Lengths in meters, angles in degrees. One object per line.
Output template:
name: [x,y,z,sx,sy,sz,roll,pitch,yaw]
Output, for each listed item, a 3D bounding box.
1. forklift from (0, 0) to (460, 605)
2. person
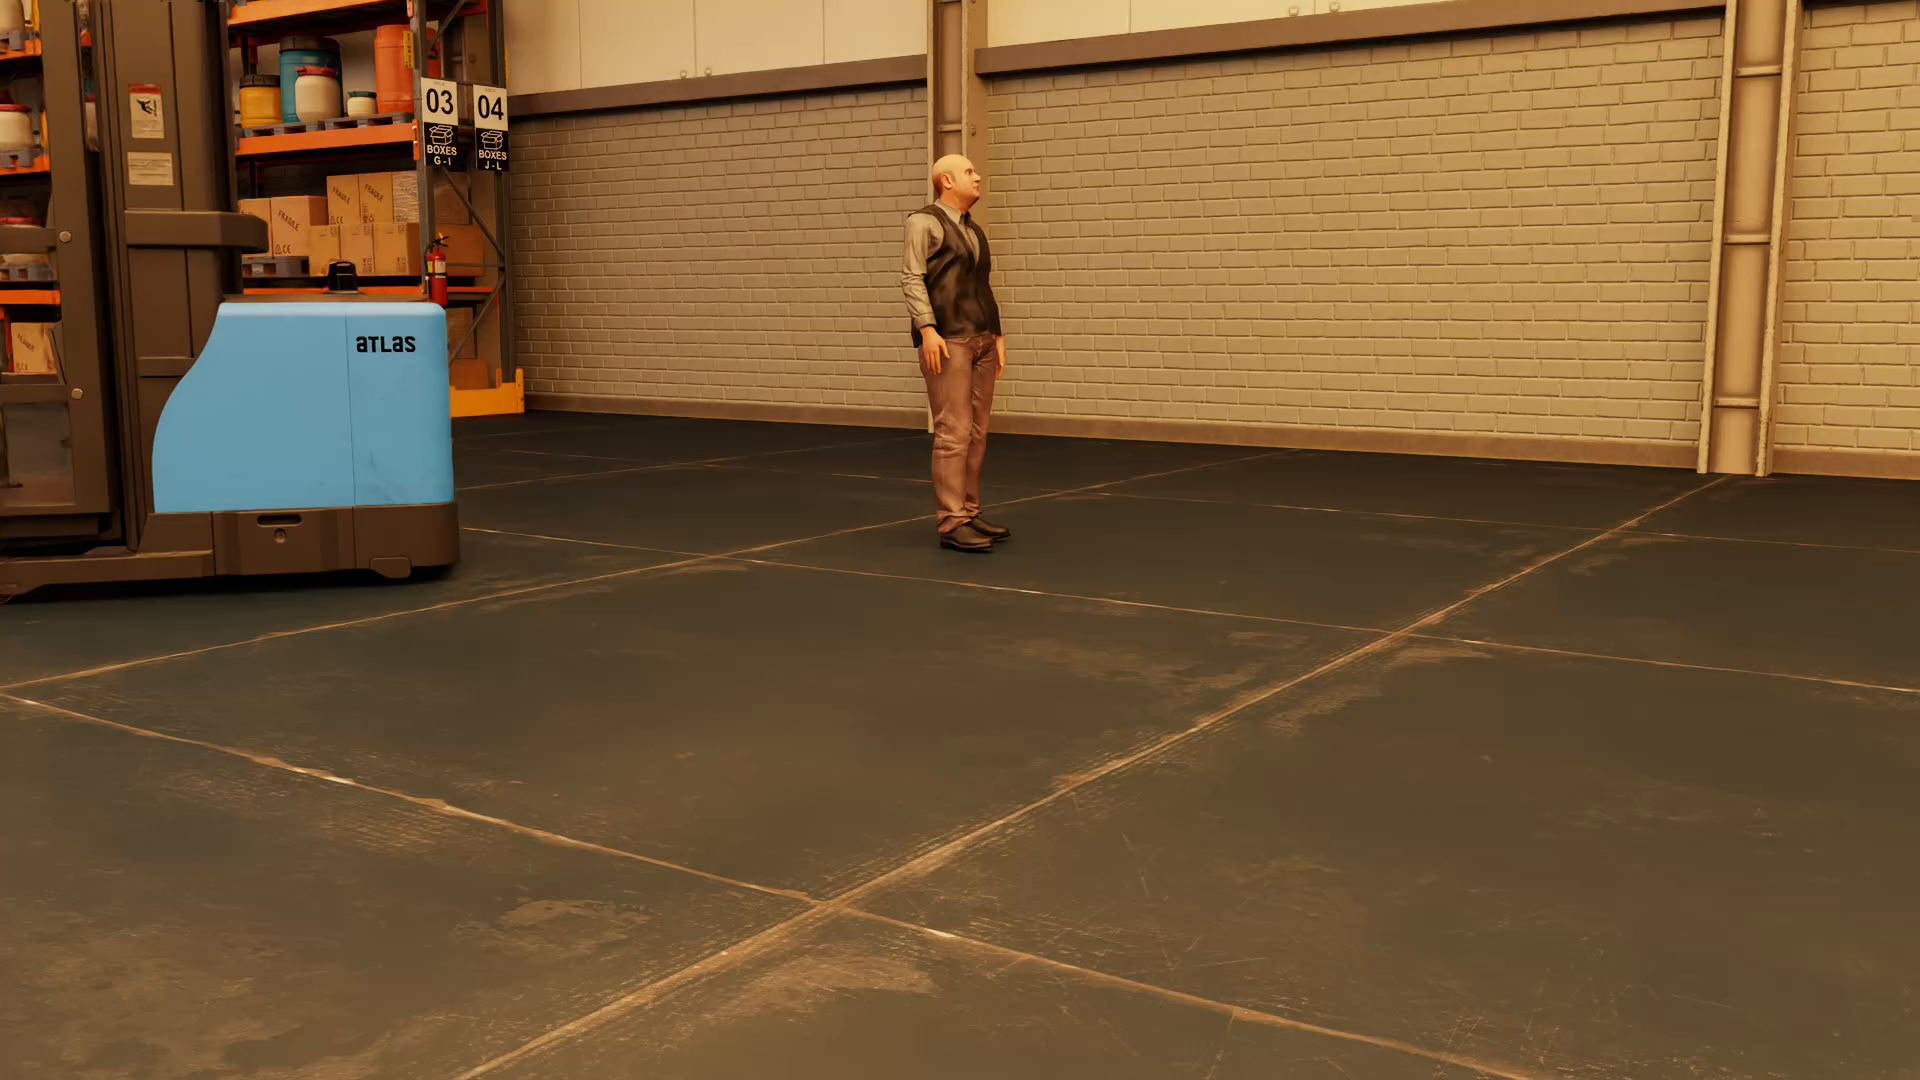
forklift: [-3.530,-1.291,6.269,3.031,2.935,1.130,-3,8,-17]
person: [0.047,-0.854,7.441,0.568,1.720,0.632,5,10,34]
